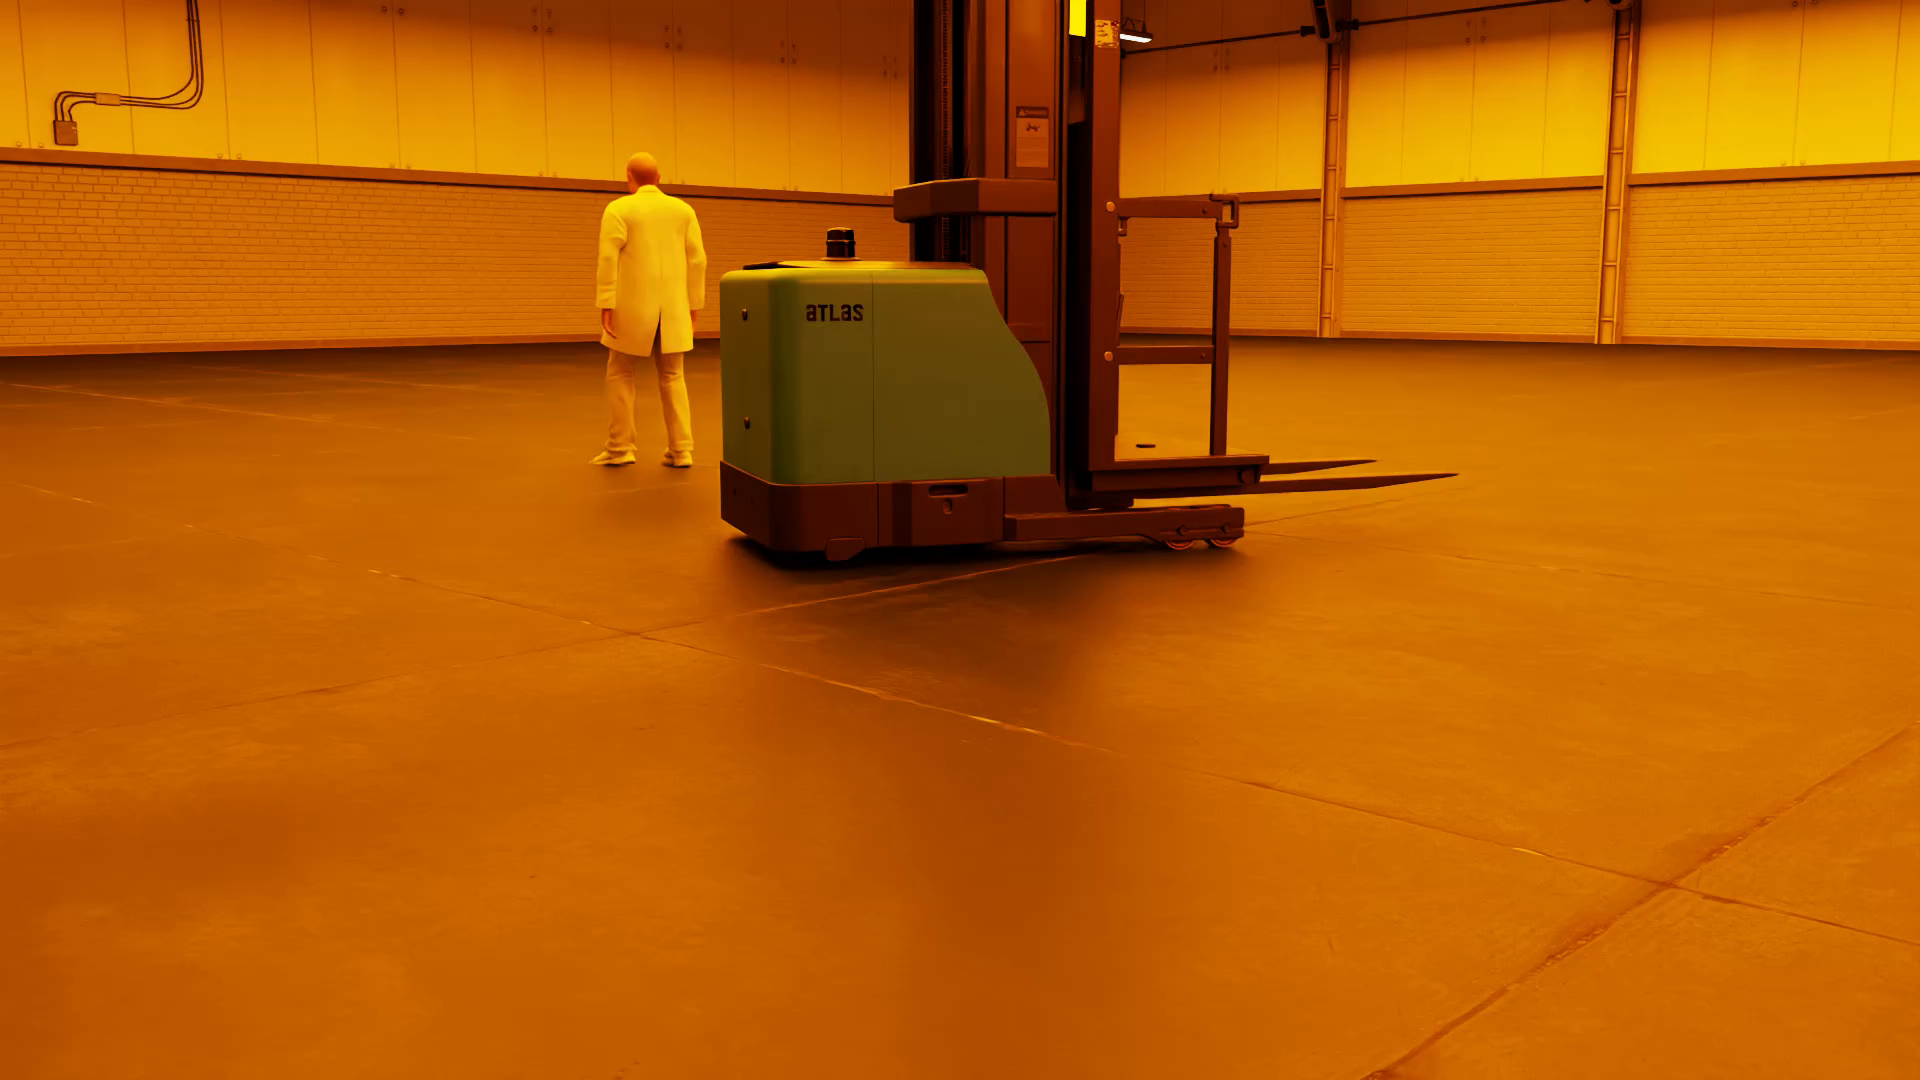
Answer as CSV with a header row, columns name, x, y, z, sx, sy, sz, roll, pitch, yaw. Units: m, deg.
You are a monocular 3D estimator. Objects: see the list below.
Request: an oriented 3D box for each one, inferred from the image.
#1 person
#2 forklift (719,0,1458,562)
name,x,y,z,sx,sy,sz,roll,pitch,yaw
person,-1.791,-1.304,9.540,0.663,1.795,0.518,-5,10,-29
forklift,0.592,-1.481,6.710,3.031,2.935,1.130,-3,9,-20
